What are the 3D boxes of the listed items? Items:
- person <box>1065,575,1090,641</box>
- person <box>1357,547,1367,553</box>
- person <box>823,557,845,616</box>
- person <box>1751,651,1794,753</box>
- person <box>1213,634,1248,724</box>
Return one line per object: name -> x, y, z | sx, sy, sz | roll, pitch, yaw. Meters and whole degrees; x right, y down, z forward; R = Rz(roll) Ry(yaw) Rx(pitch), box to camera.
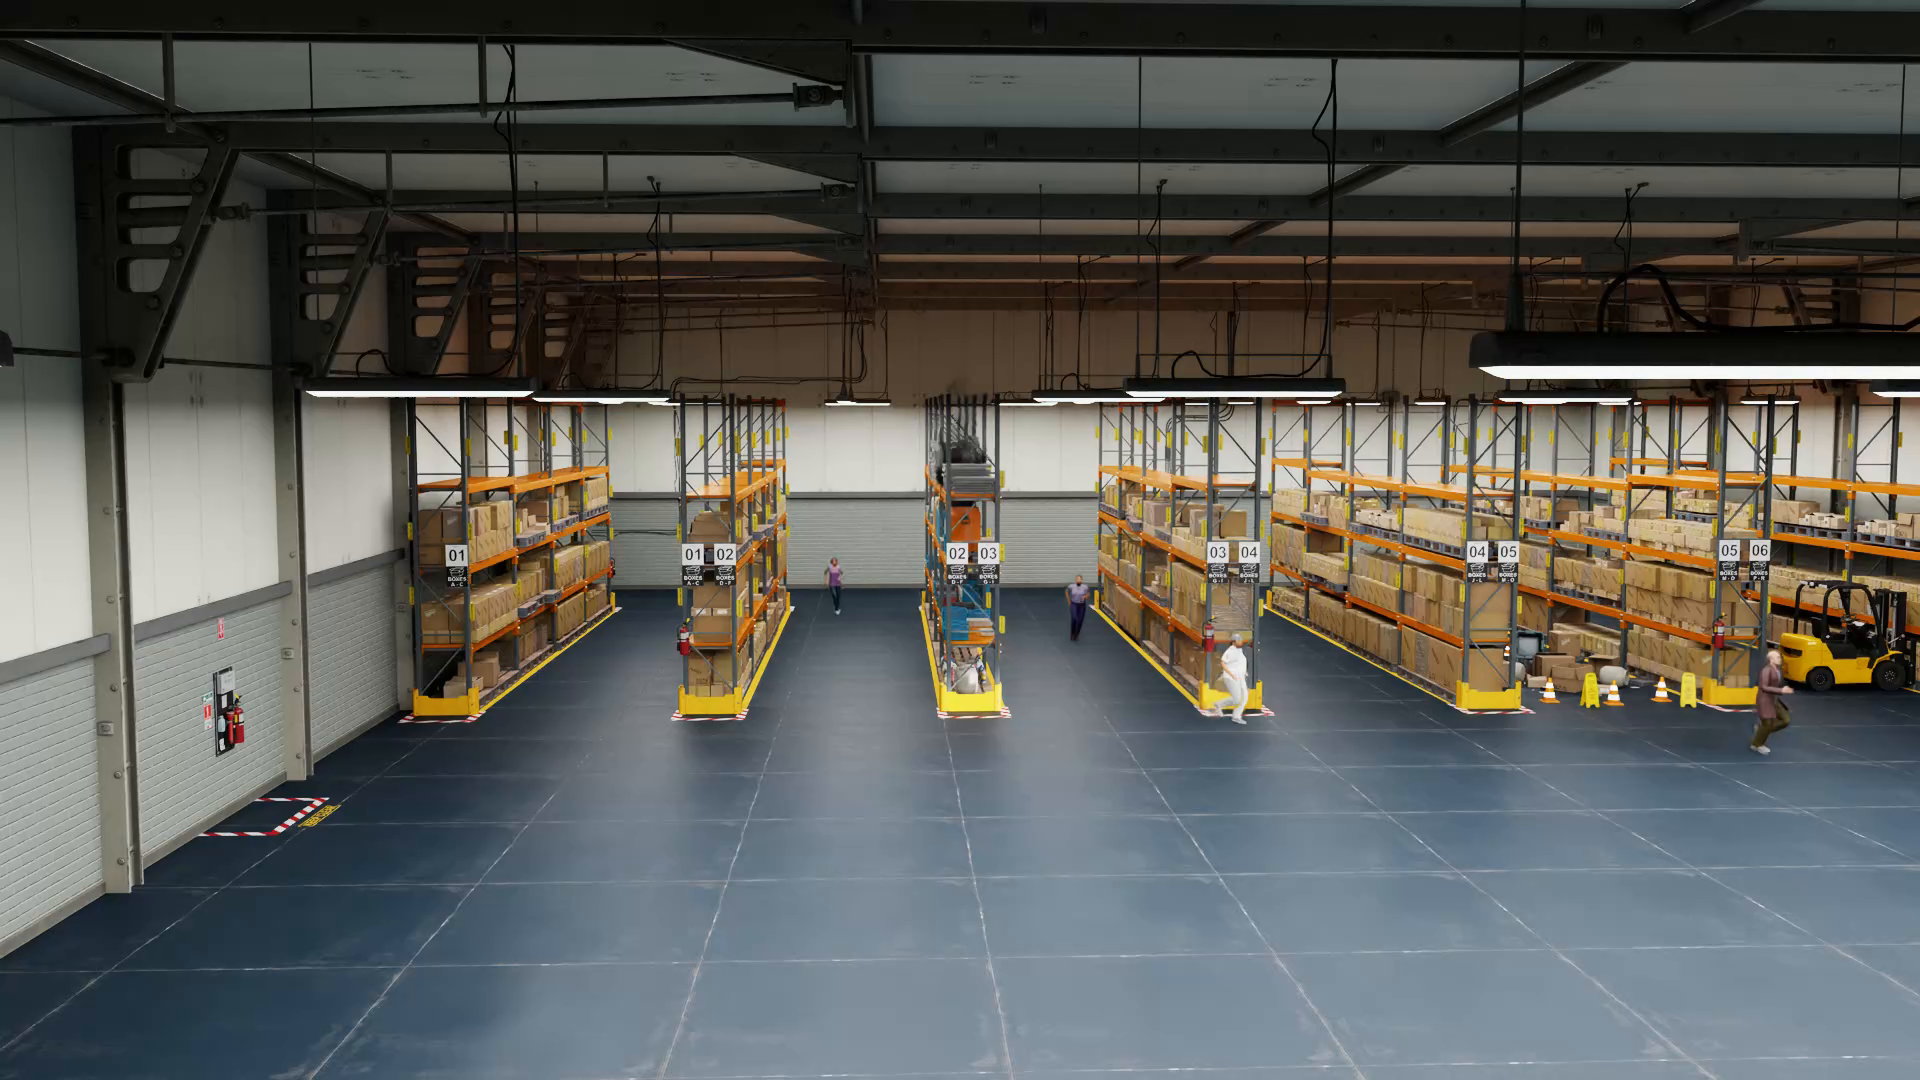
person -> 2.915, 1.673, 41.046 | 0.592, 1.635, 0.710 | 0, 5, -5
person -> 11.882, 1.025, 49.192 | 0.550, 1.659, 0.658 | 0, 5, 0
person -> -3.493, 1.279, 46.290 | 0.580, 1.612, 0.777 | -1, 5, -14
person -> 13.434, 2.685, 27.484 | 0.761, 1.729, 0.723 | -4, 6, -39
person -> 4.972, 2.524, 30.365 | 0.633, 1.637, 0.626 | 3, 5, 35
